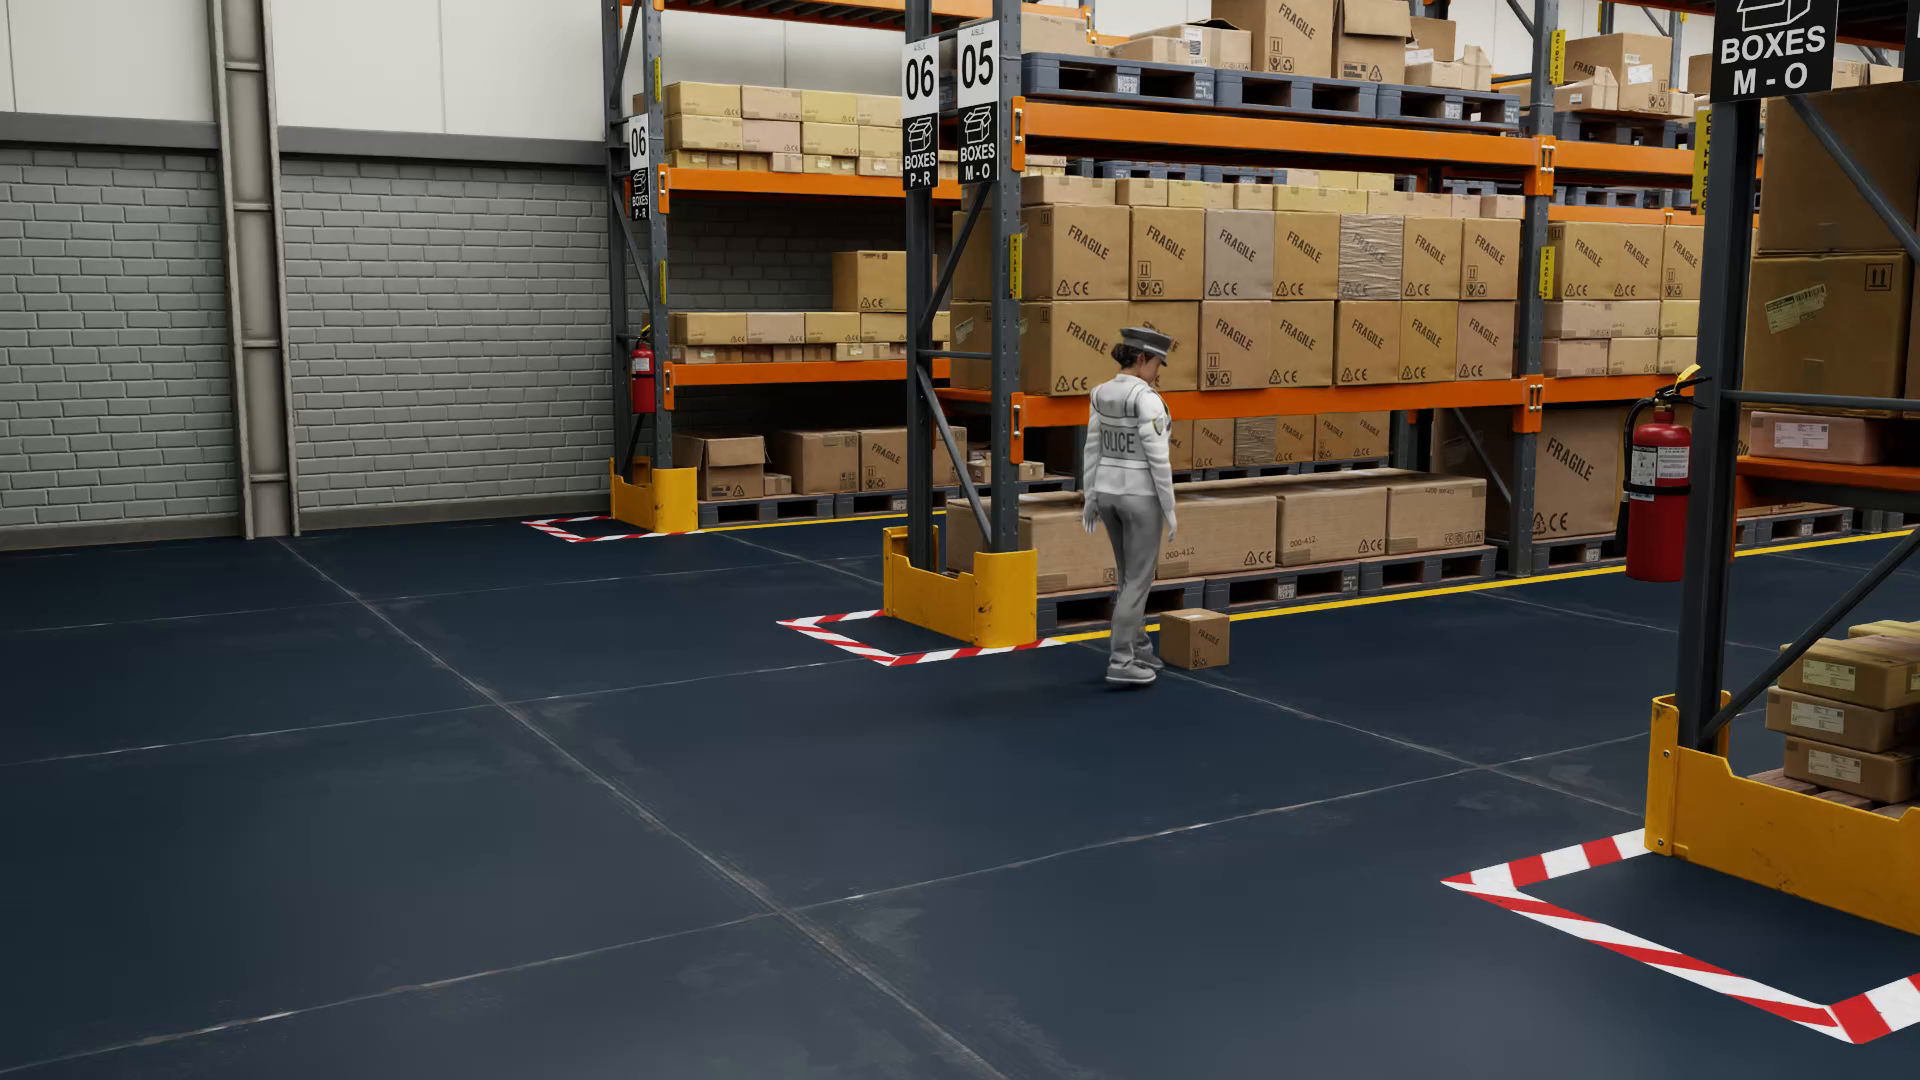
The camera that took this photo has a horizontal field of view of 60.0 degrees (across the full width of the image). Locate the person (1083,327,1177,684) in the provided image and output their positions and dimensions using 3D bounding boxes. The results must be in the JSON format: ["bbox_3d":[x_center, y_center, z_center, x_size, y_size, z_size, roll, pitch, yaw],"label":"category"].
[{"bbox_3d":[0.887,-0.155,7.820,0.564,1.684,0.523,-6,10,-35],"label":"person"}]
